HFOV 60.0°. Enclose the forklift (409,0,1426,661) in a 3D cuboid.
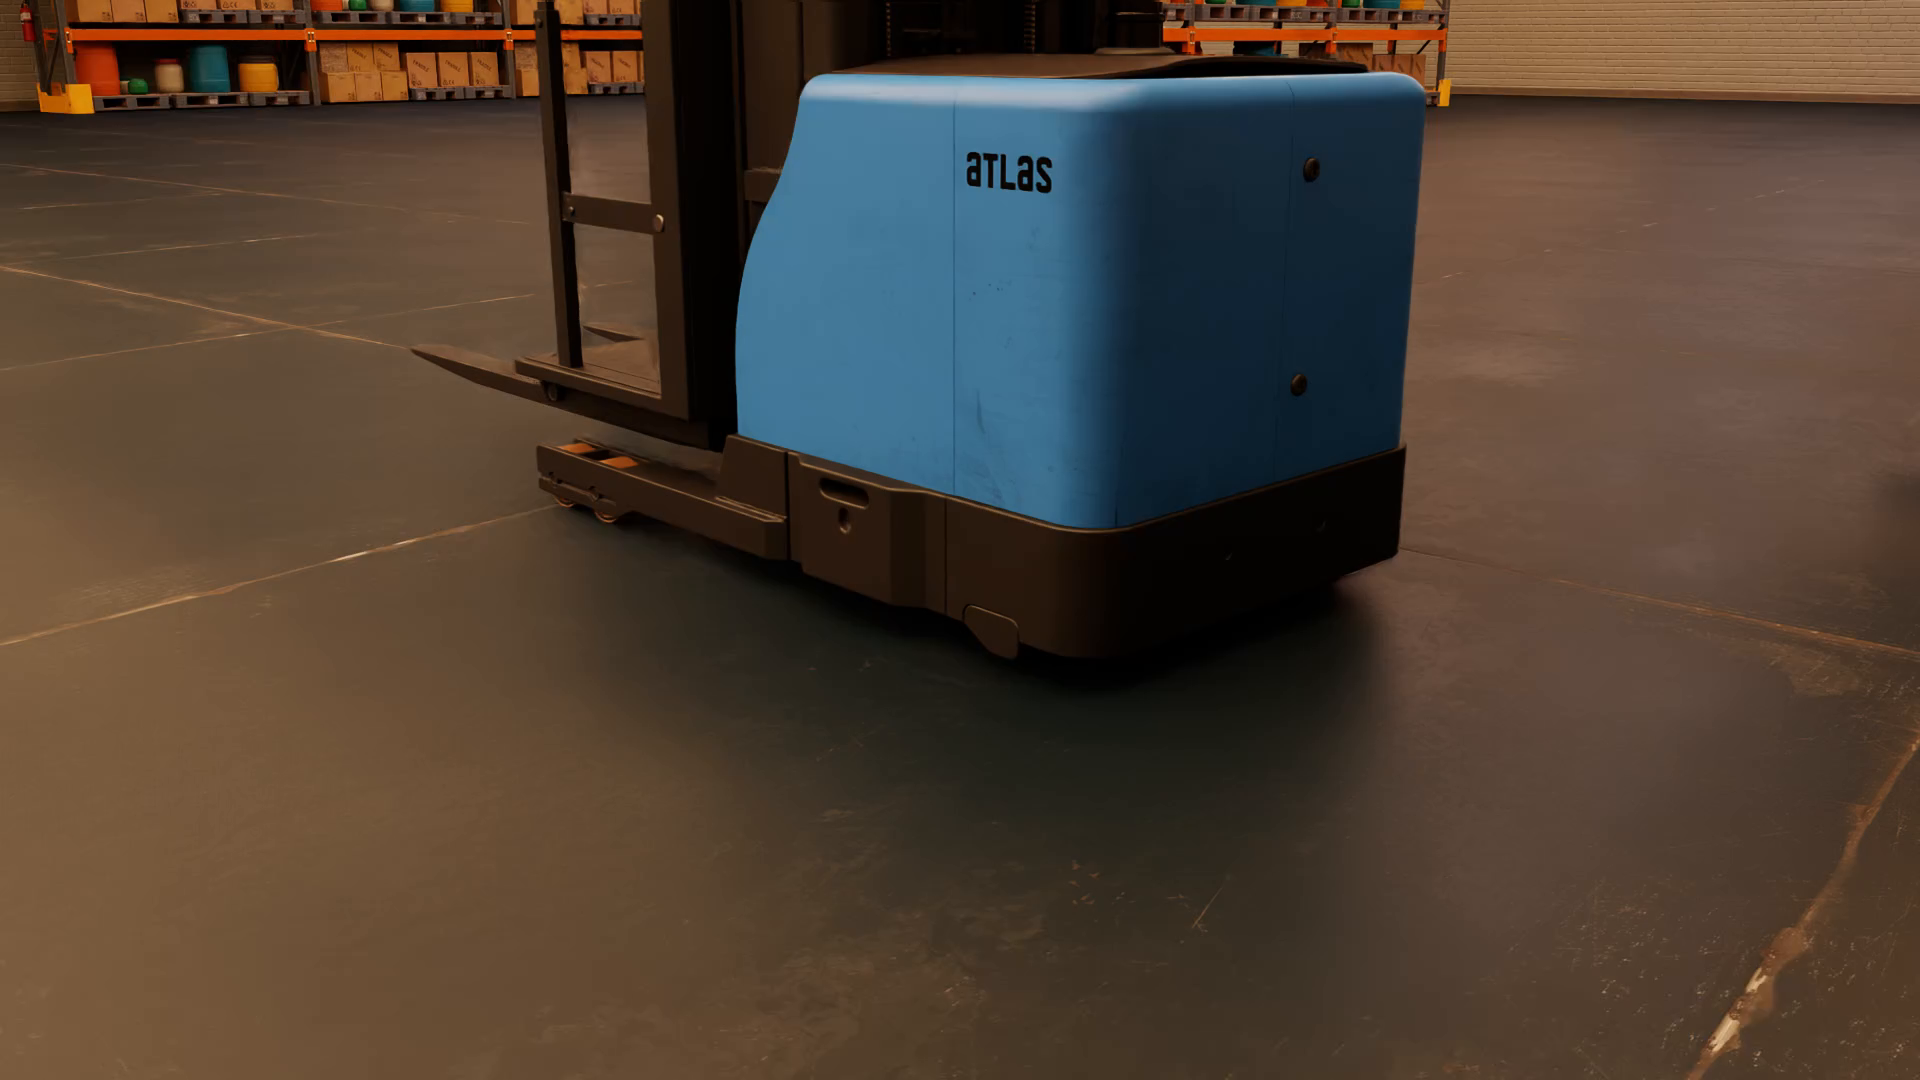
[{"bbox_3d":[-0.422,-1.531,3.939,1.130,2.935,3.031,-15,23,-41],"label":"forklift"}]
